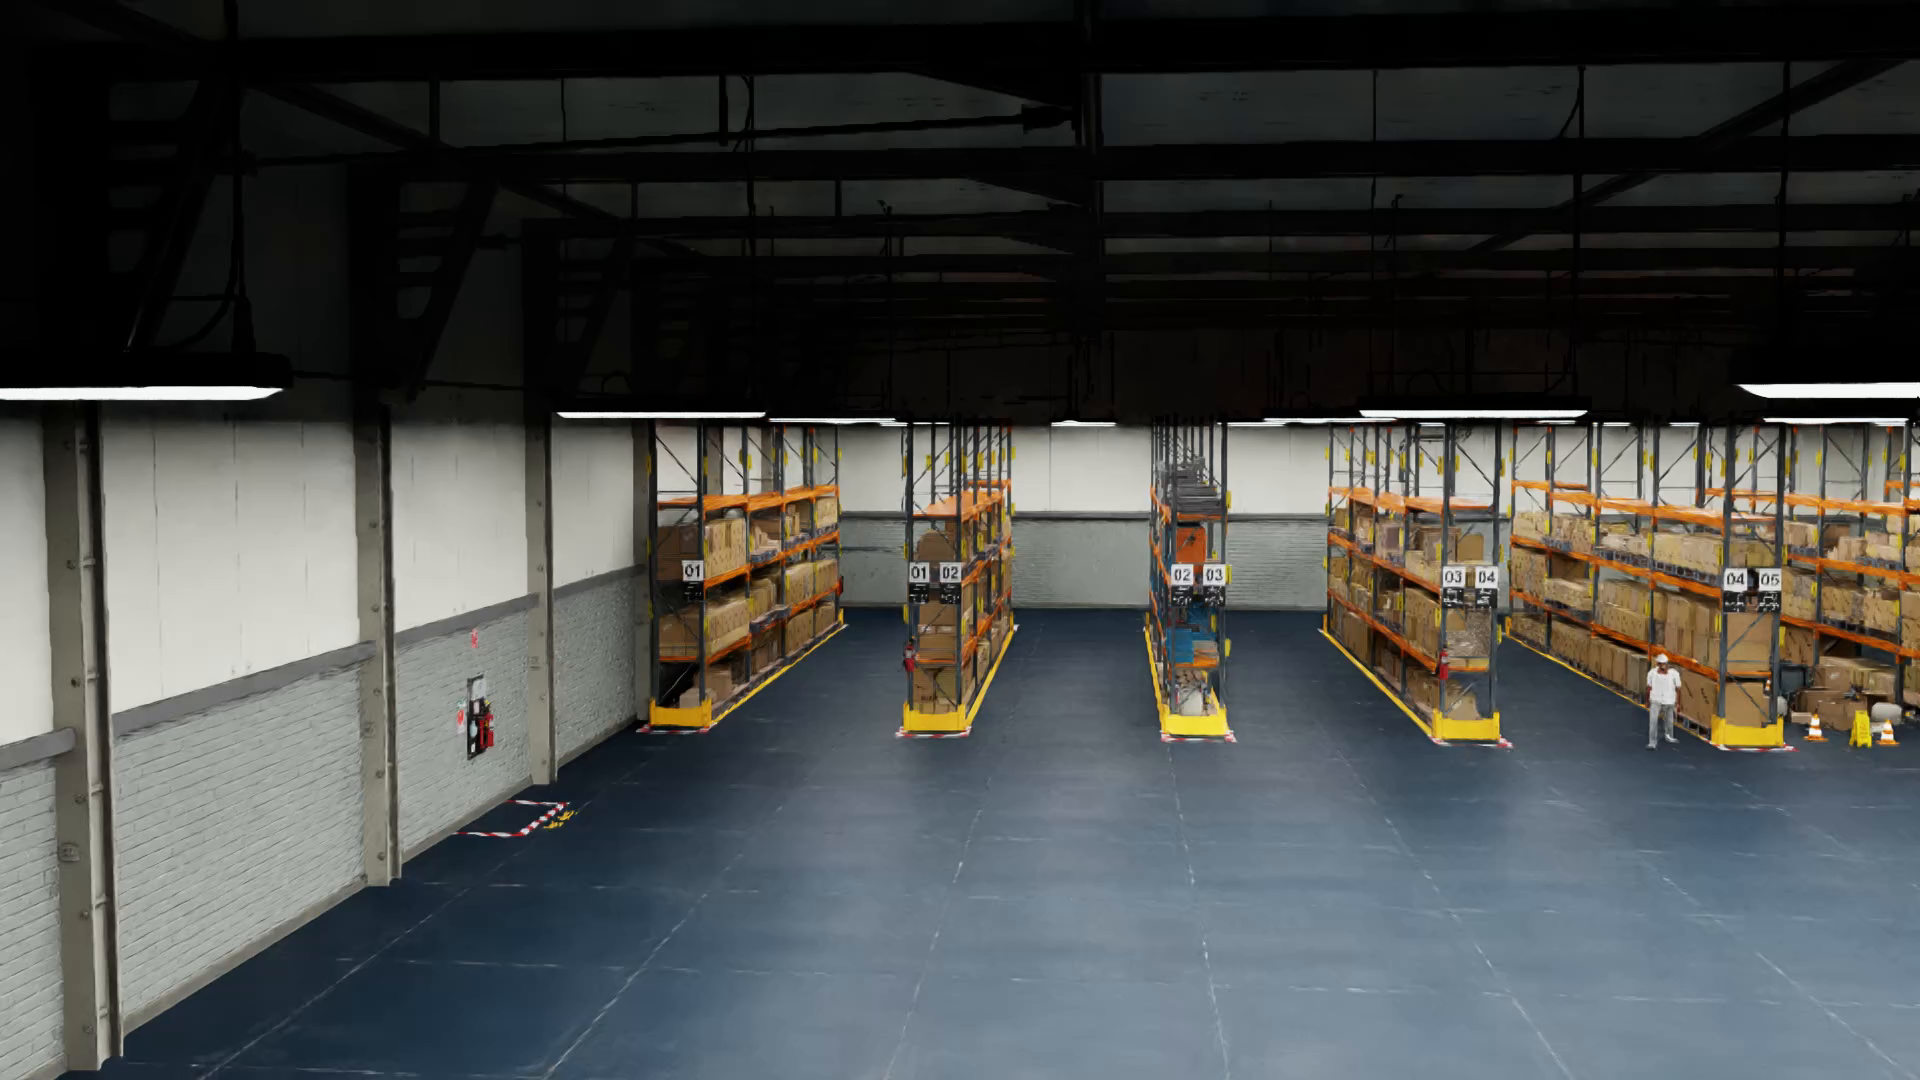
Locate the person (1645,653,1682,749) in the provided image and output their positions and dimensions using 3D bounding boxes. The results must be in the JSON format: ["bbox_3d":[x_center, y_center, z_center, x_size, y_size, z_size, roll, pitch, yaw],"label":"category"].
[{"bbox_3d":[12.597,2.869,29.800,0.614,1.713,0.971,2,4,25],"label":"person"}]

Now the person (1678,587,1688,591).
[{"bbox_3d":[18.933,1.989,43.515,0.355,1.597,0.525,1,4,13],"label":"person"}]
